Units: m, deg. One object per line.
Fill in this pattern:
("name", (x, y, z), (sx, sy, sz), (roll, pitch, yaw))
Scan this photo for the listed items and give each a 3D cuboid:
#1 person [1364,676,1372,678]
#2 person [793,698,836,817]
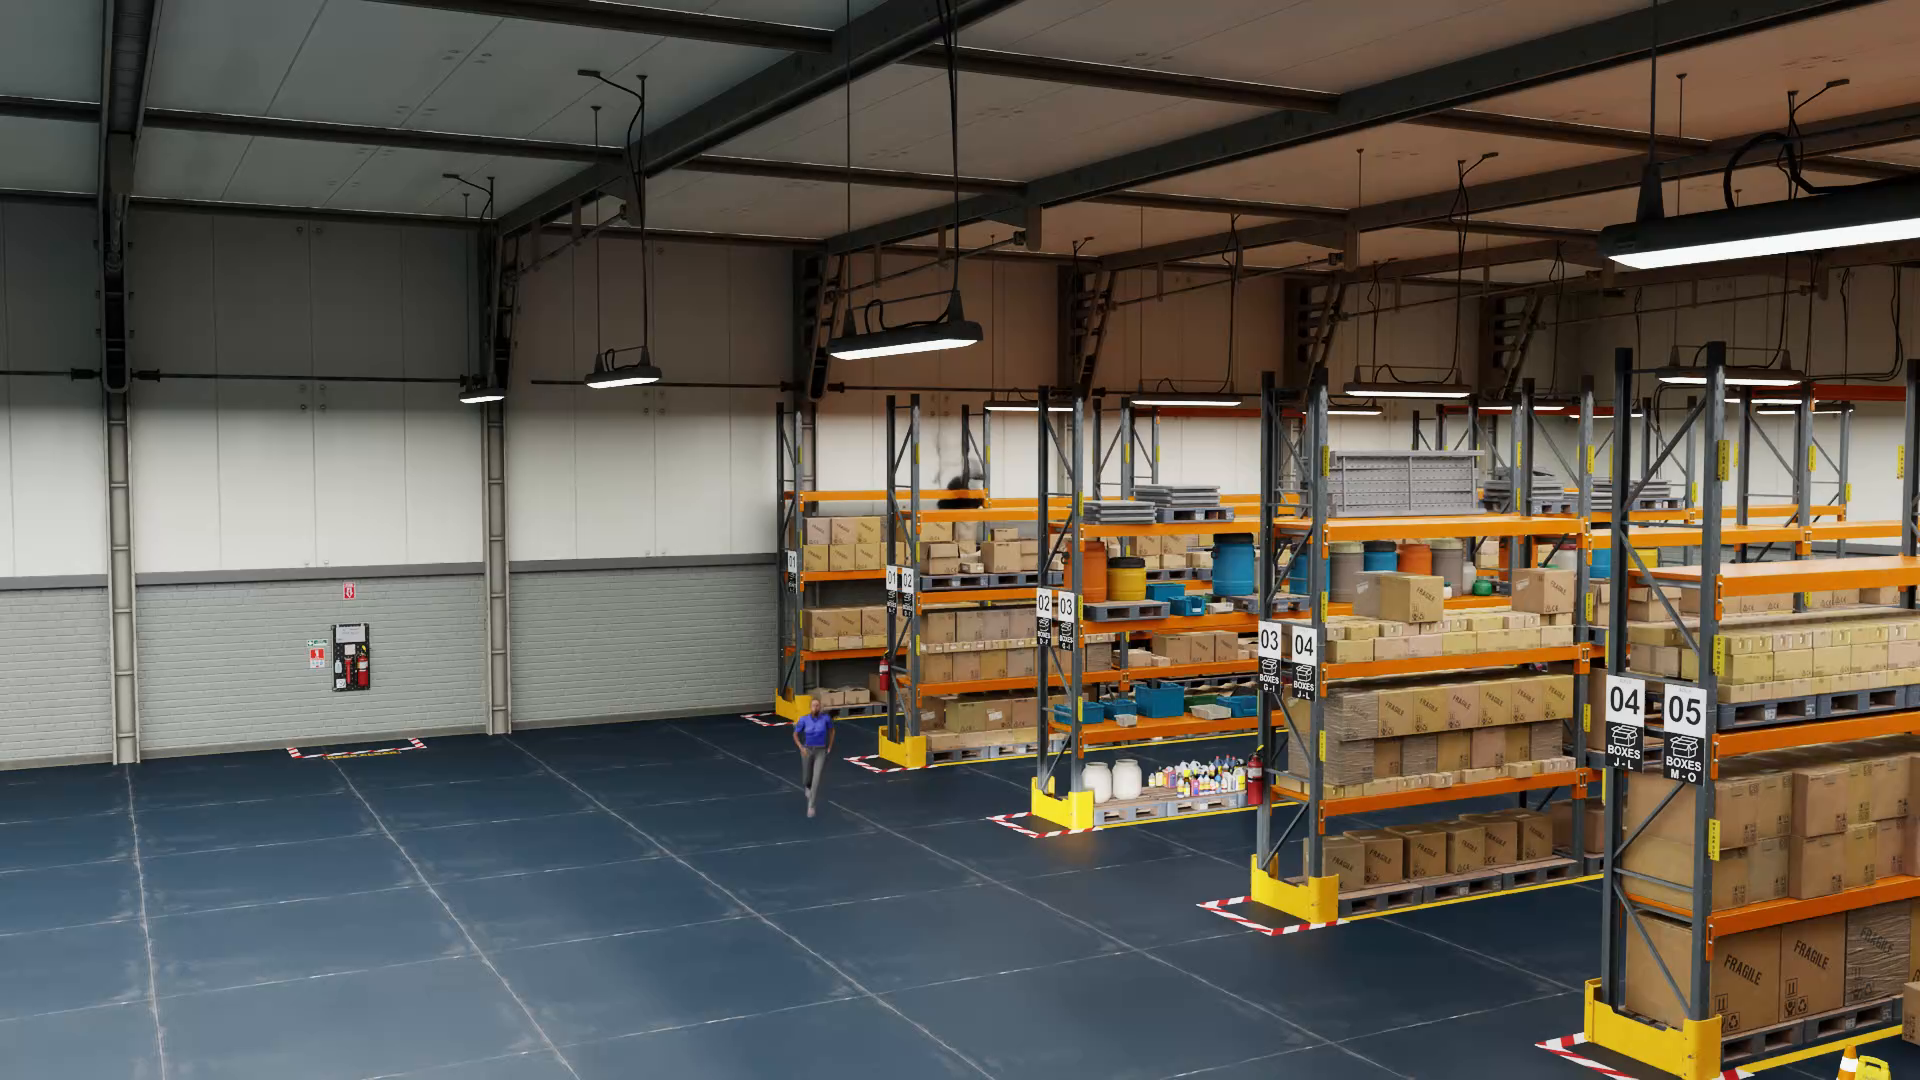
("person", (6.491, 2.709, 27.324), (0.969, 1.761, 0.655), (-2, 4, -27))
("person", (-2.056, 3.035, 23.529), (0.600, 1.640, 0.794), (0, 3, -8))
